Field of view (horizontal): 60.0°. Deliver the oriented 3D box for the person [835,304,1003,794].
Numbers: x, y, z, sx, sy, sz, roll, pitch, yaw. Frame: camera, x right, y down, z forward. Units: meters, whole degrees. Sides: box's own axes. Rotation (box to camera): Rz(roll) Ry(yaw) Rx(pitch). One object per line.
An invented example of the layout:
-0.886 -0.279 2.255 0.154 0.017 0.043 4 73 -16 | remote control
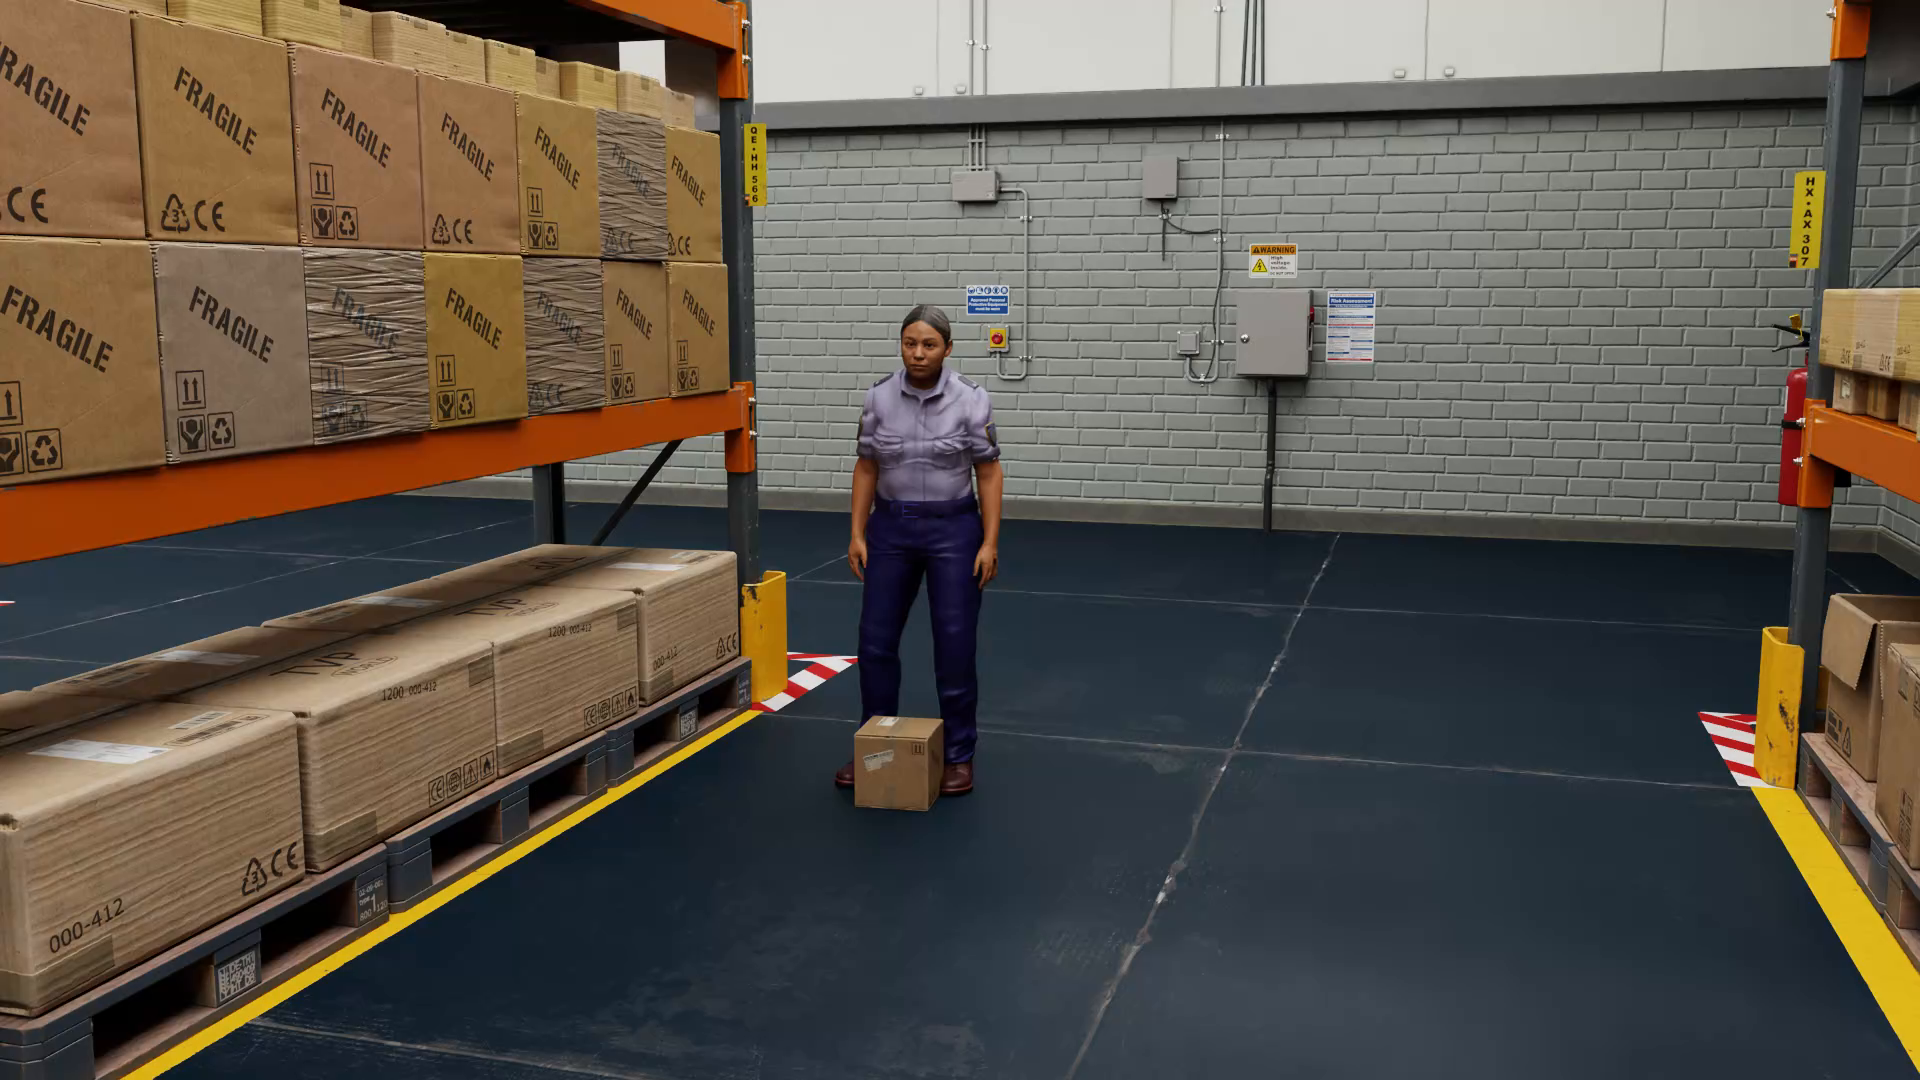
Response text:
-0.136 0.024 5.708 0.561 1.651 0.376 2 9 13 | person
